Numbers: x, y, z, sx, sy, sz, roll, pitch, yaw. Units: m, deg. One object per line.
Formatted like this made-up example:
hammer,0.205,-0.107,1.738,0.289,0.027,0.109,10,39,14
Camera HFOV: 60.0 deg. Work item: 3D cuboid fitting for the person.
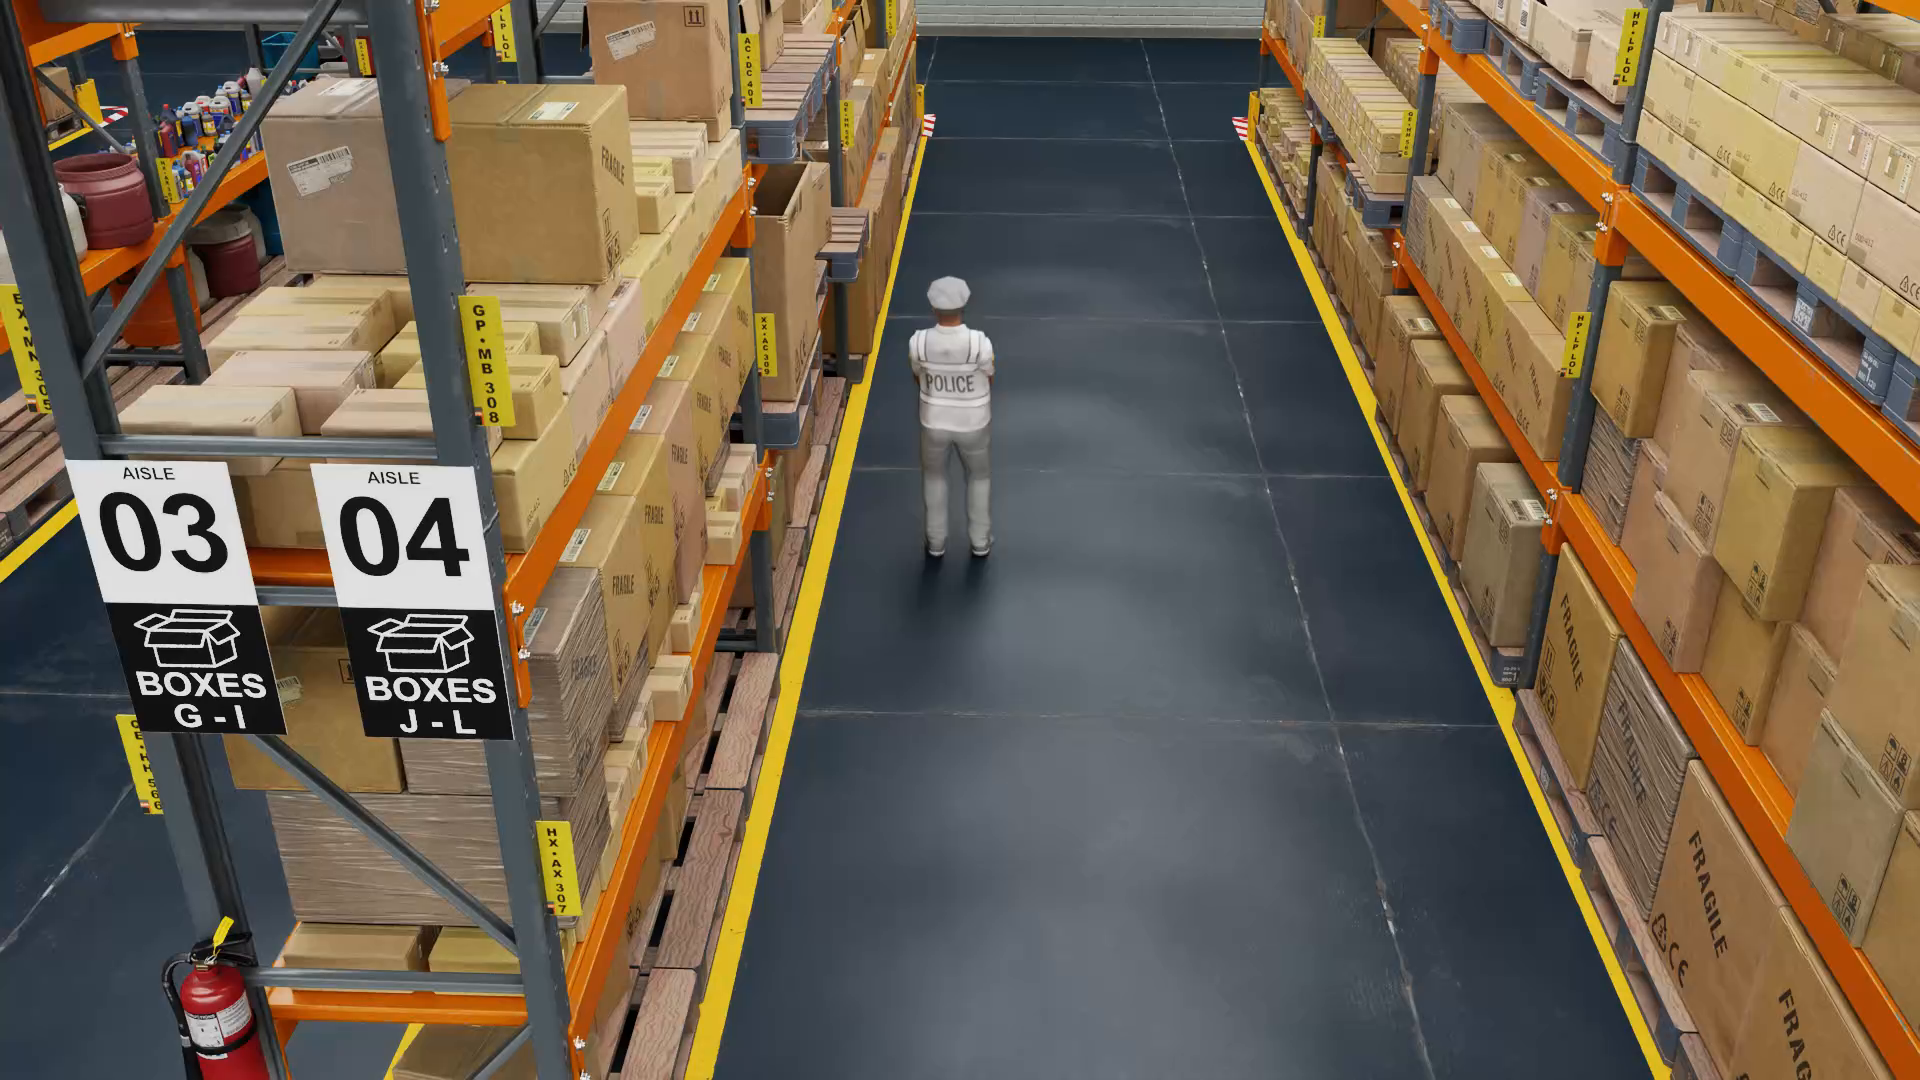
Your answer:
person,-0.032,-0.761,10.022,0.503,1.780,0.555,4,28,7
